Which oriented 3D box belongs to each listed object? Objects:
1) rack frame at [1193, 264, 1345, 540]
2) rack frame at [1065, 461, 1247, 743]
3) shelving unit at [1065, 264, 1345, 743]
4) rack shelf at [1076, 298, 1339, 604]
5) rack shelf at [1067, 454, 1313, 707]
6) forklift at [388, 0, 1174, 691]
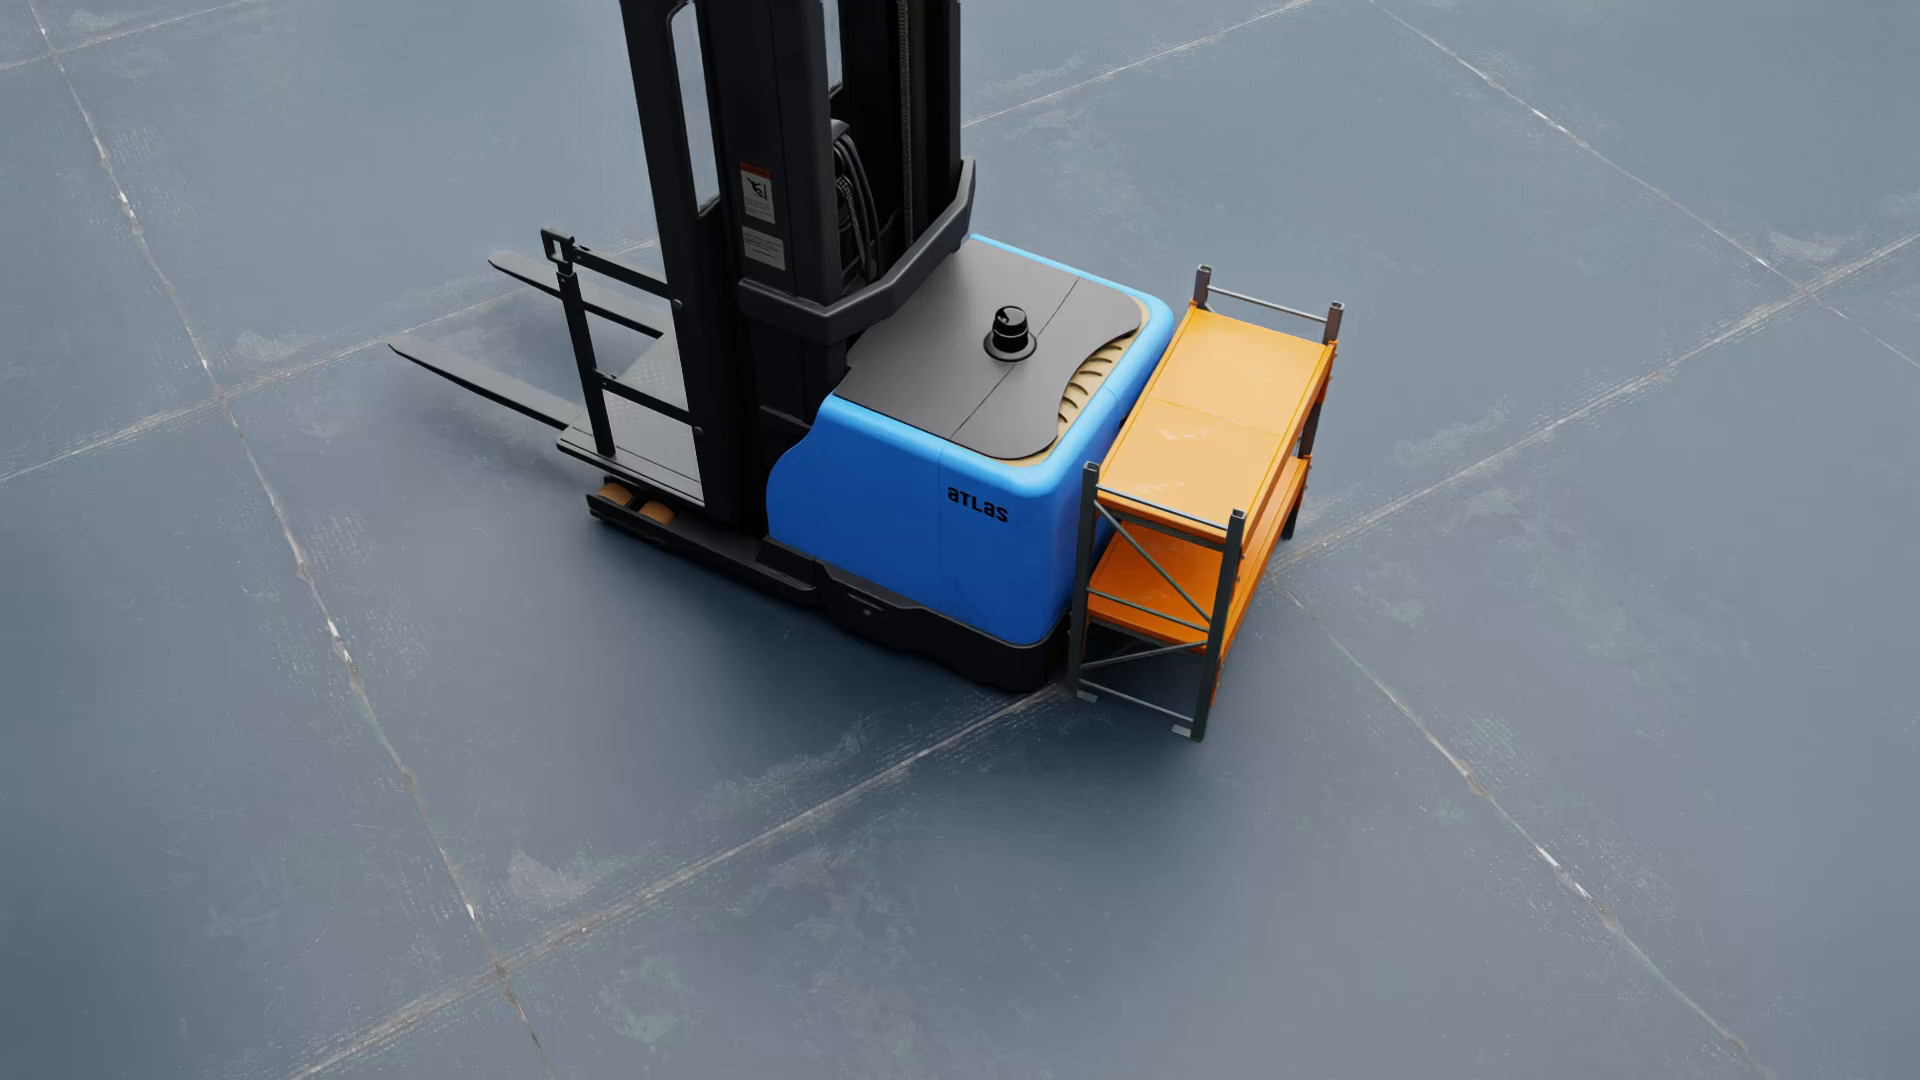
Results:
[{"bbox_3d":[1.024,-0.464,5.910,0.500,1.125,0.032,19,51,16],"label":"rack frame"},{"bbox_3d":[0.599,0.226,5.295,0.500,1.125,0.032,19,51,16],"label":"rack frame"},{"bbox_3d":[0.812,-0.119,5.603,0.538,1.125,1.048,19,51,16],"label":"shelving unit"},{"bbox_3d":[0.812,-0.313,5.384,0.538,0.278,1.000,19,51,16],"label":"rack shelf"},{"bbox_3d":[0.812,0.044,5.785,0.538,0.278,1.000,19,51,16],"label":"rack shelf"},{"bbox_3d":[-0.811,-1.277,5.424,3.031,2.935,1.130,23,52,19],"label":"forklift"}]
